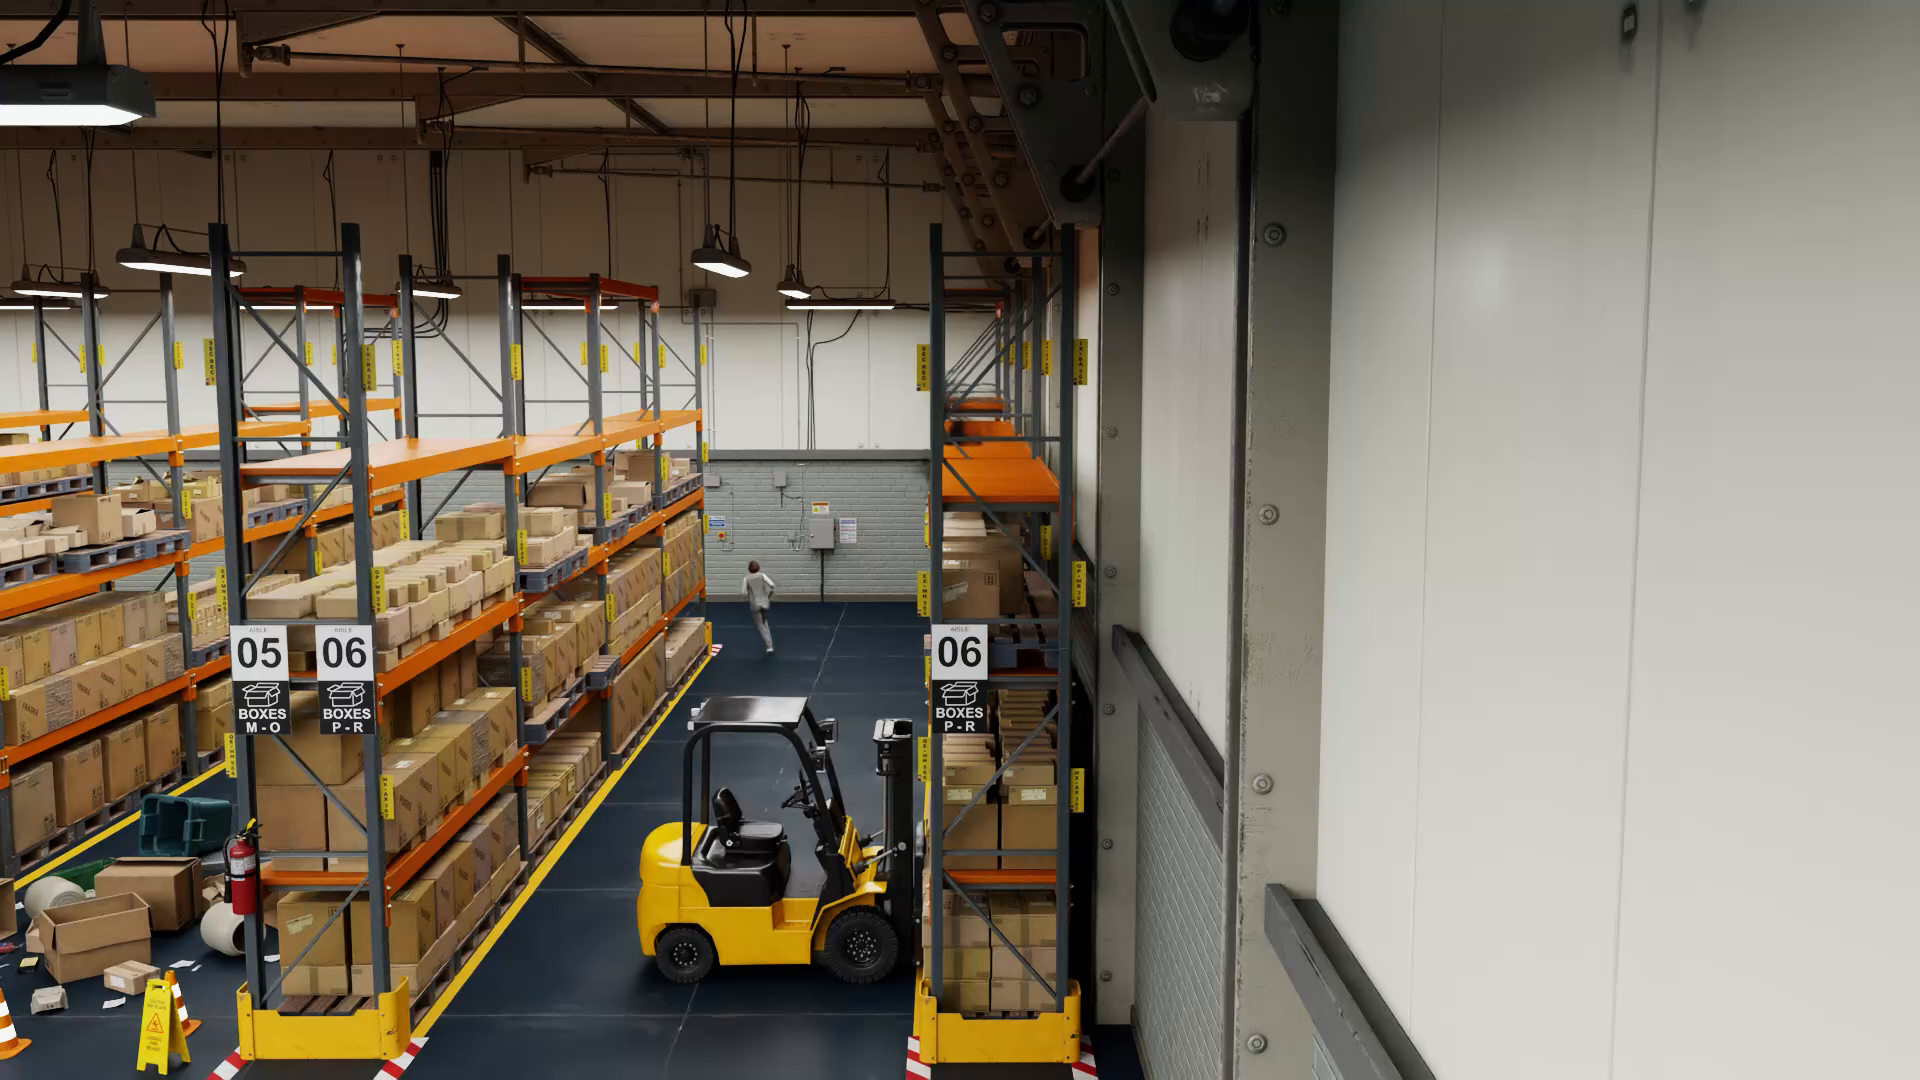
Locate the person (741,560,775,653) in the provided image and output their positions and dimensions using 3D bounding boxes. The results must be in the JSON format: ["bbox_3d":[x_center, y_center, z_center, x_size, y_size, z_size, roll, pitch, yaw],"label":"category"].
[{"bbox_3d":[-3.386,1.149,27.863,0.517,1.620,0.624,-3,7,-23],"label":"person"}]

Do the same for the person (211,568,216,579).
[{"bbox_3d":[-11.576,1.286,26.025,0.598,1.734,0.754,1,7,11],"label":"person"}]
